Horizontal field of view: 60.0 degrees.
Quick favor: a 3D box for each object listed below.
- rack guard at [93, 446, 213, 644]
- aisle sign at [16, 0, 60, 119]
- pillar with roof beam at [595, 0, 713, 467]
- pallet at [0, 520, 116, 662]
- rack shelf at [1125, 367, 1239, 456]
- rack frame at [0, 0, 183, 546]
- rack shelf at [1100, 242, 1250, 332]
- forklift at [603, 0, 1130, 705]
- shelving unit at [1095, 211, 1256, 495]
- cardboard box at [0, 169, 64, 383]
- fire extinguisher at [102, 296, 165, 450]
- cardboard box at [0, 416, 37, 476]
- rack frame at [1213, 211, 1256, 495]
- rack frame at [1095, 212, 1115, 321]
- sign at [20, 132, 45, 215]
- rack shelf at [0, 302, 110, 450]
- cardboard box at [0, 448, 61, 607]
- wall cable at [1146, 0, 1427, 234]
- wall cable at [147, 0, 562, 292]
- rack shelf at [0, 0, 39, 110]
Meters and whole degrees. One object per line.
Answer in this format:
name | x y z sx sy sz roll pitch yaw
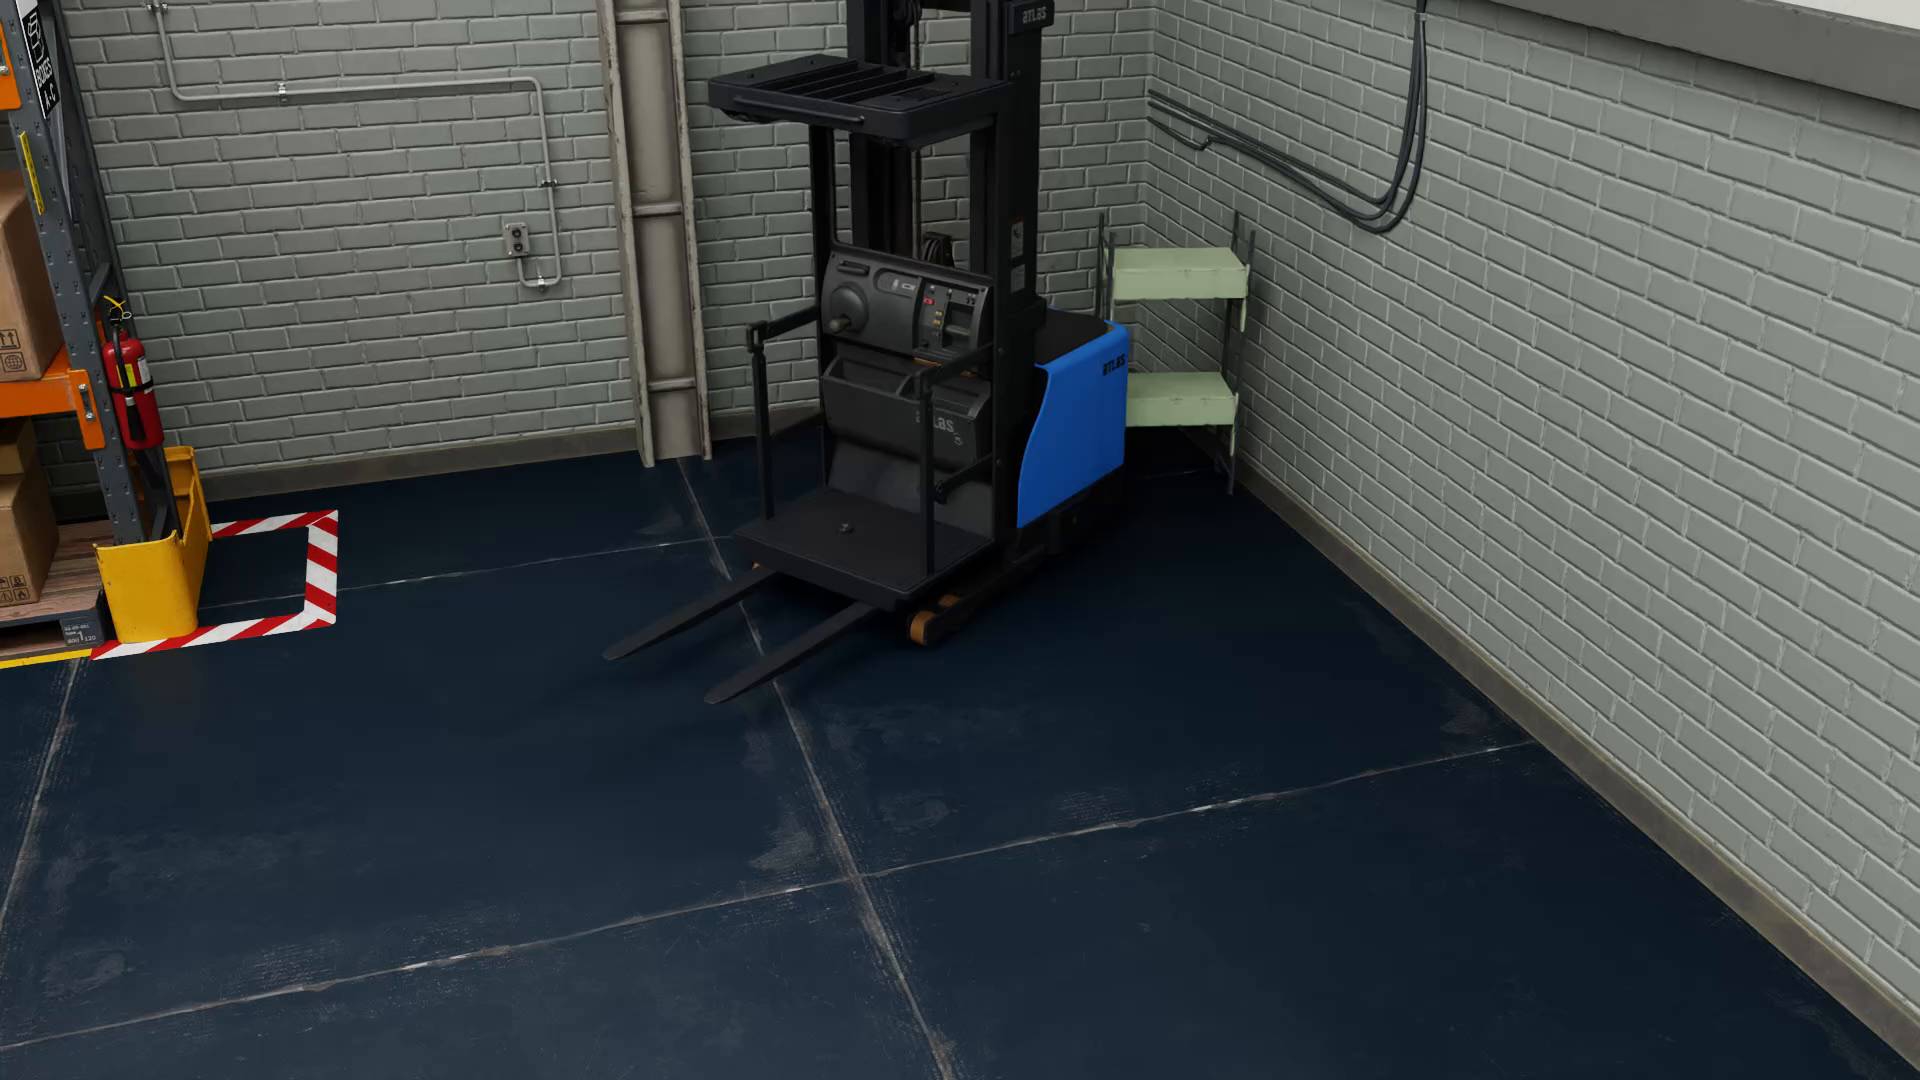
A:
rack guard | -3.952 0.000 8.189 0.348 0.500 1.175 -8 28 -16
aisle sign | -3.814 -2.164 6.813 0.004 0.787 0.394 -8 28 -16
pillar with roof beam | -0.343 -2.721 4.111 0.400 9.000 9.100 -8 28 -16
pallet | -4.711 0.276 7.958 1.213 0.211 1.003 -8 28 -16
rack shelf | 1.128 -0.707 9.212 0.720 0.370 0.431 -2 26 -4
rack frame | -3.975 -1.117 7.626 0.127 3.000 1.000 -8 28 -16
rack shelf | 1.134 -1.351 8.898 0.720 0.370 0.431 -2 26 -4
forklift | -0.389 -1.062 7.593 1.130 2.935 3.031 18 32 32
shelving unit | 1.131 -1.000 9.069 0.755 1.500 0.431 -2 26 -4
cardboard box | -4.457 -1.177 7.409 0.700 0.700 0.980 -7 27 -14
fire extinguisher | -3.689 -0.741 7.375 0.183 0.674 0.296 -8 28 -16
cardboard box | -4.553 -0.439 7.870 0.250 0.149 0.380 -8 28 -16
rack frame | 1.496 -1.010 9.095 0.023 1.500 0.400 -2 26 -4
rack frame | 0.766 -0.990 9.043 0.023 1.500 0.400 -2 26 -4
sign | -3.820 -1.510 6.850 0.005 0.325 0.100 -8 28 -16
rack shelf | -5.877 -0.519 7.231 4.000 0.370 1.077 -8 28 -16
cardboard box | -4.610 -0.047 7.809 0.500 0.500 0.700 -8 28 -16
wall cable | 1.514 -3.041 8.247 0.112 2.526 3.097 -8 28 -16
wall cable | -3.051 -2.148 8.561 1.851 1.984 0.084 -8 28 -16
rack shelf | -5.877 -1.863 6.564 4.000 0.370 1.077 -8 28 -16
